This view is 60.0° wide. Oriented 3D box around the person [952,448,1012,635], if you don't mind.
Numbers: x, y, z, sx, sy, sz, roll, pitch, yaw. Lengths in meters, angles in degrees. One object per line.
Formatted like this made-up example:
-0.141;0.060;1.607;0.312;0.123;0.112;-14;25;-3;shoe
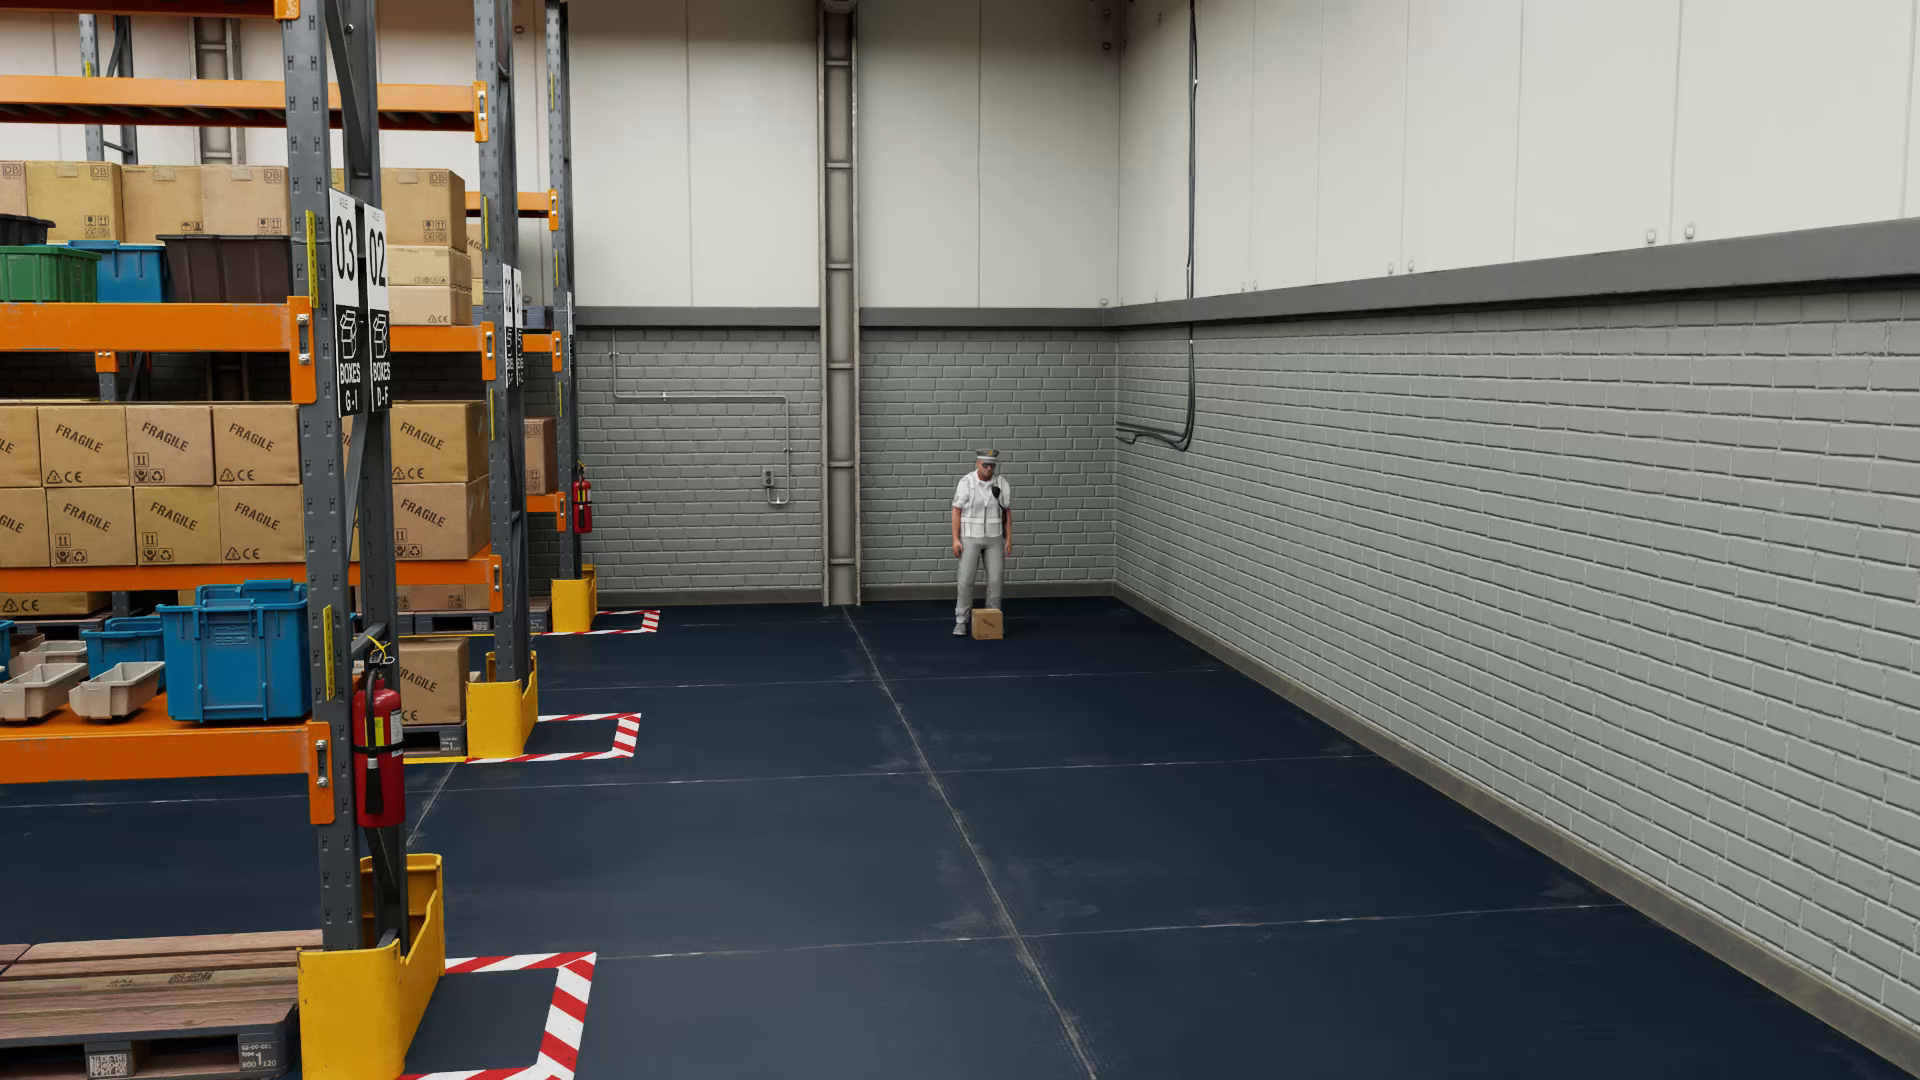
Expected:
0.204;0.005;15.638;0.596;1.747;0.444;-1;7;-12;person
